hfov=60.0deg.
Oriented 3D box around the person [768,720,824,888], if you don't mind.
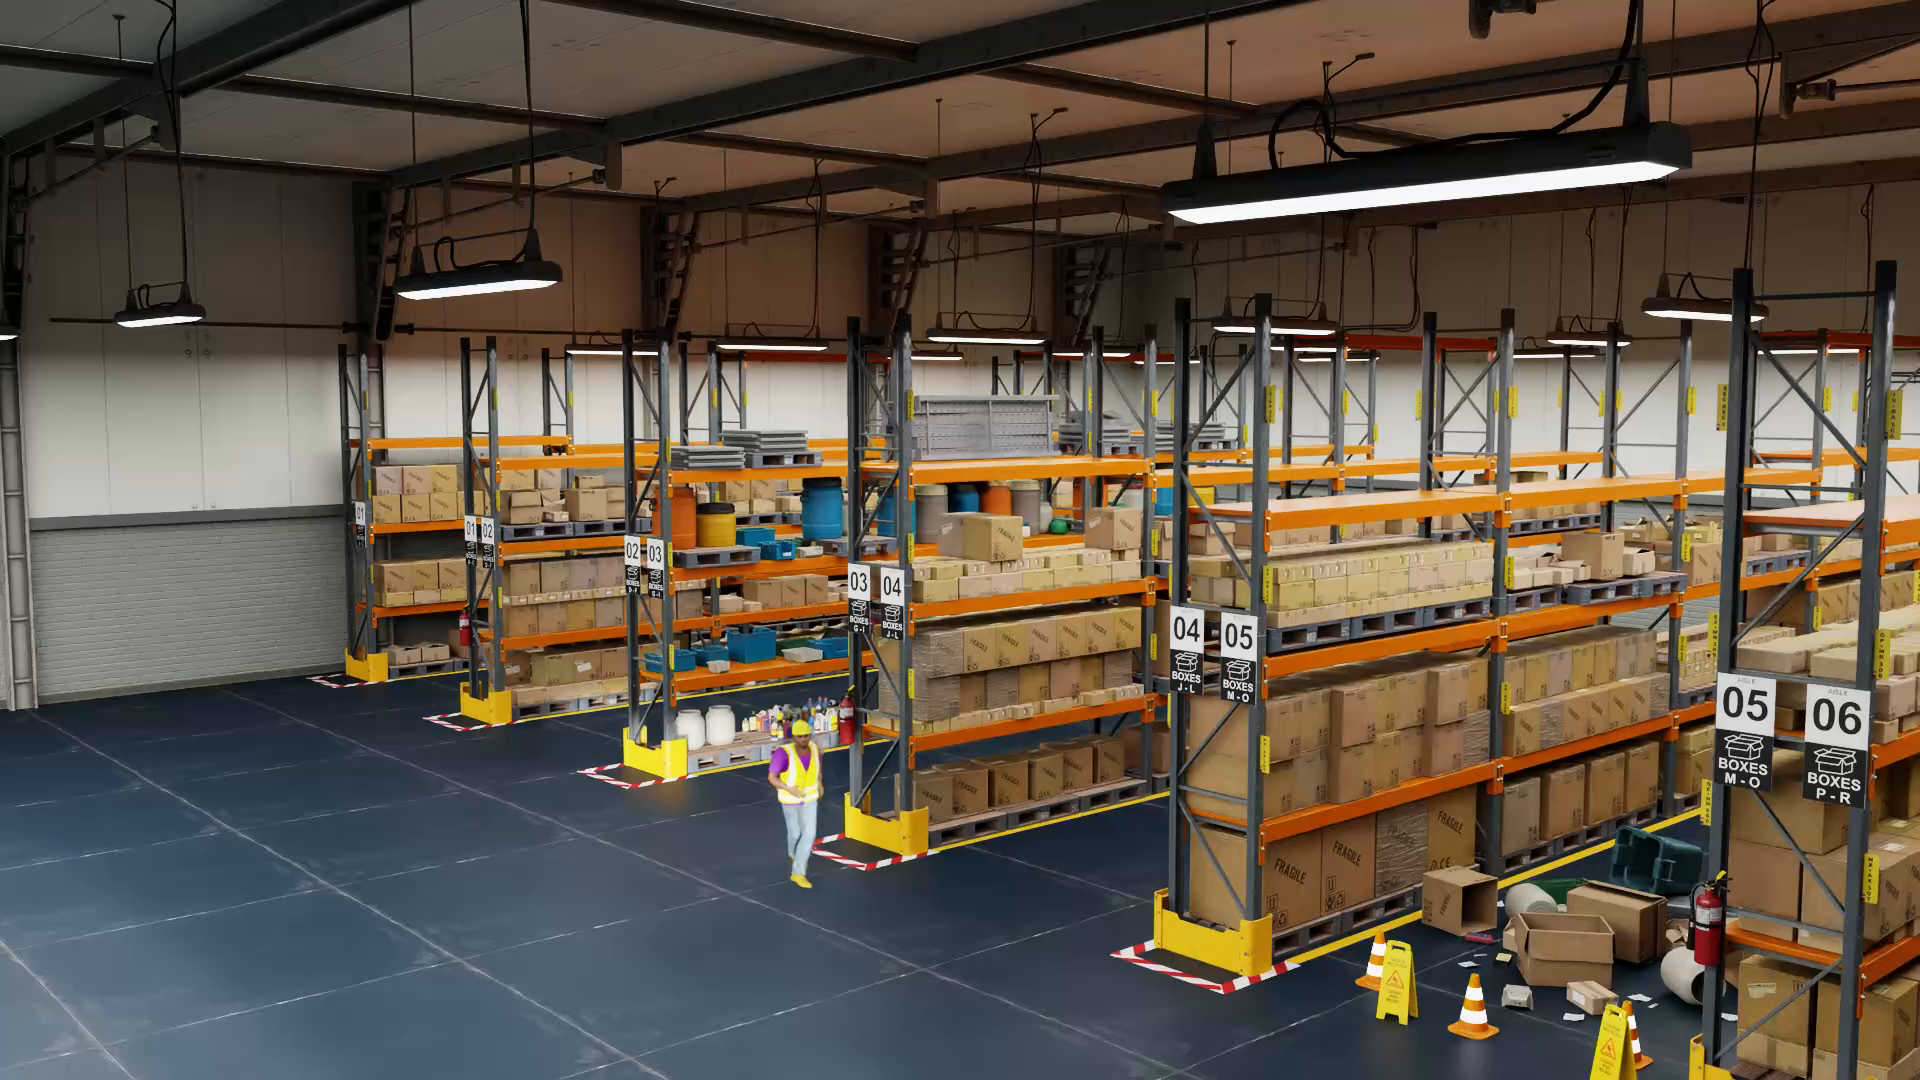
[{"bbox_3d":[-1.742,2.724,17.524,0.661,1.737,0.849,-2,5,-21],"label":"person"}]
